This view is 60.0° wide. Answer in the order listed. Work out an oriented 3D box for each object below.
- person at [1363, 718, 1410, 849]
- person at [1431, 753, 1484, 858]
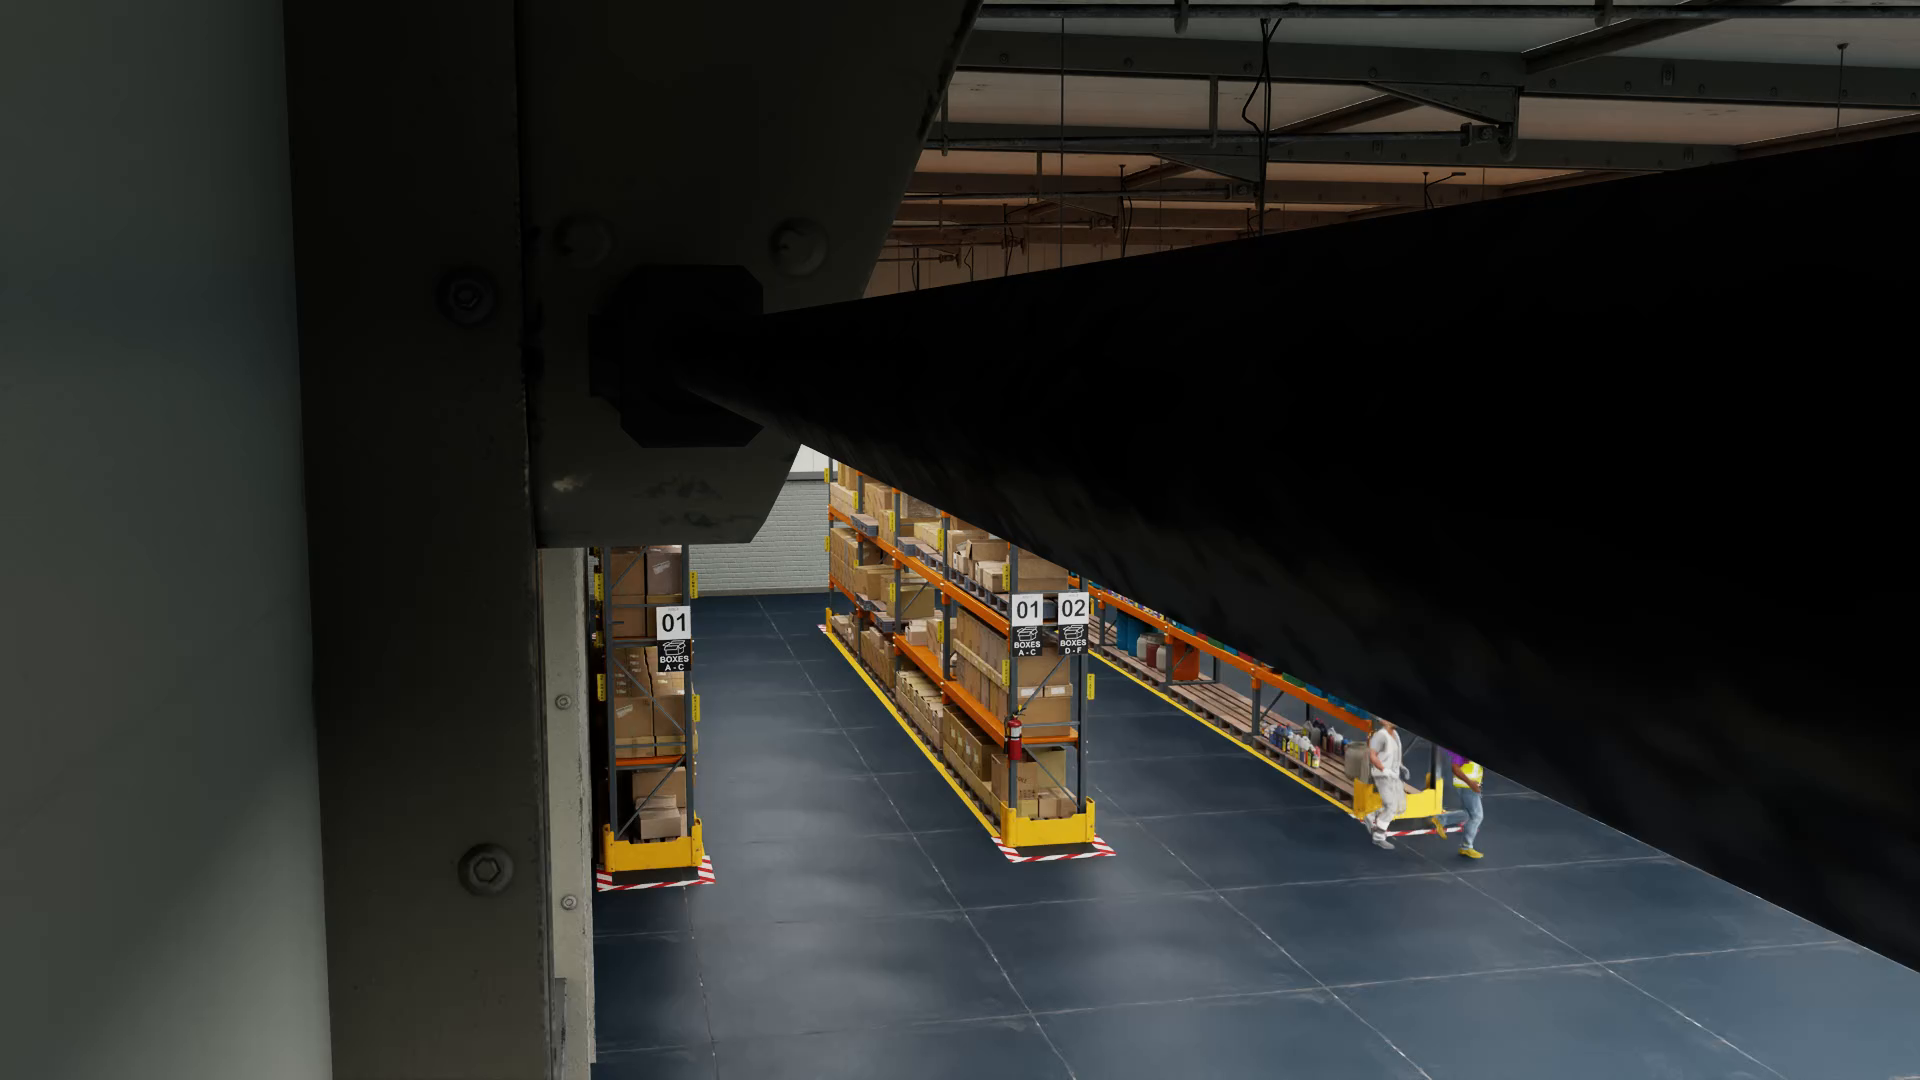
[{"bbox_3d":[5.388,2.988,21.011,0.552,1.736,0.725,5,9,38],"label":"person"},{"bbox_3d":[6.212,3.031,20.656,0.674,1.750,0.715,4,8,29],"label":"person"}]
